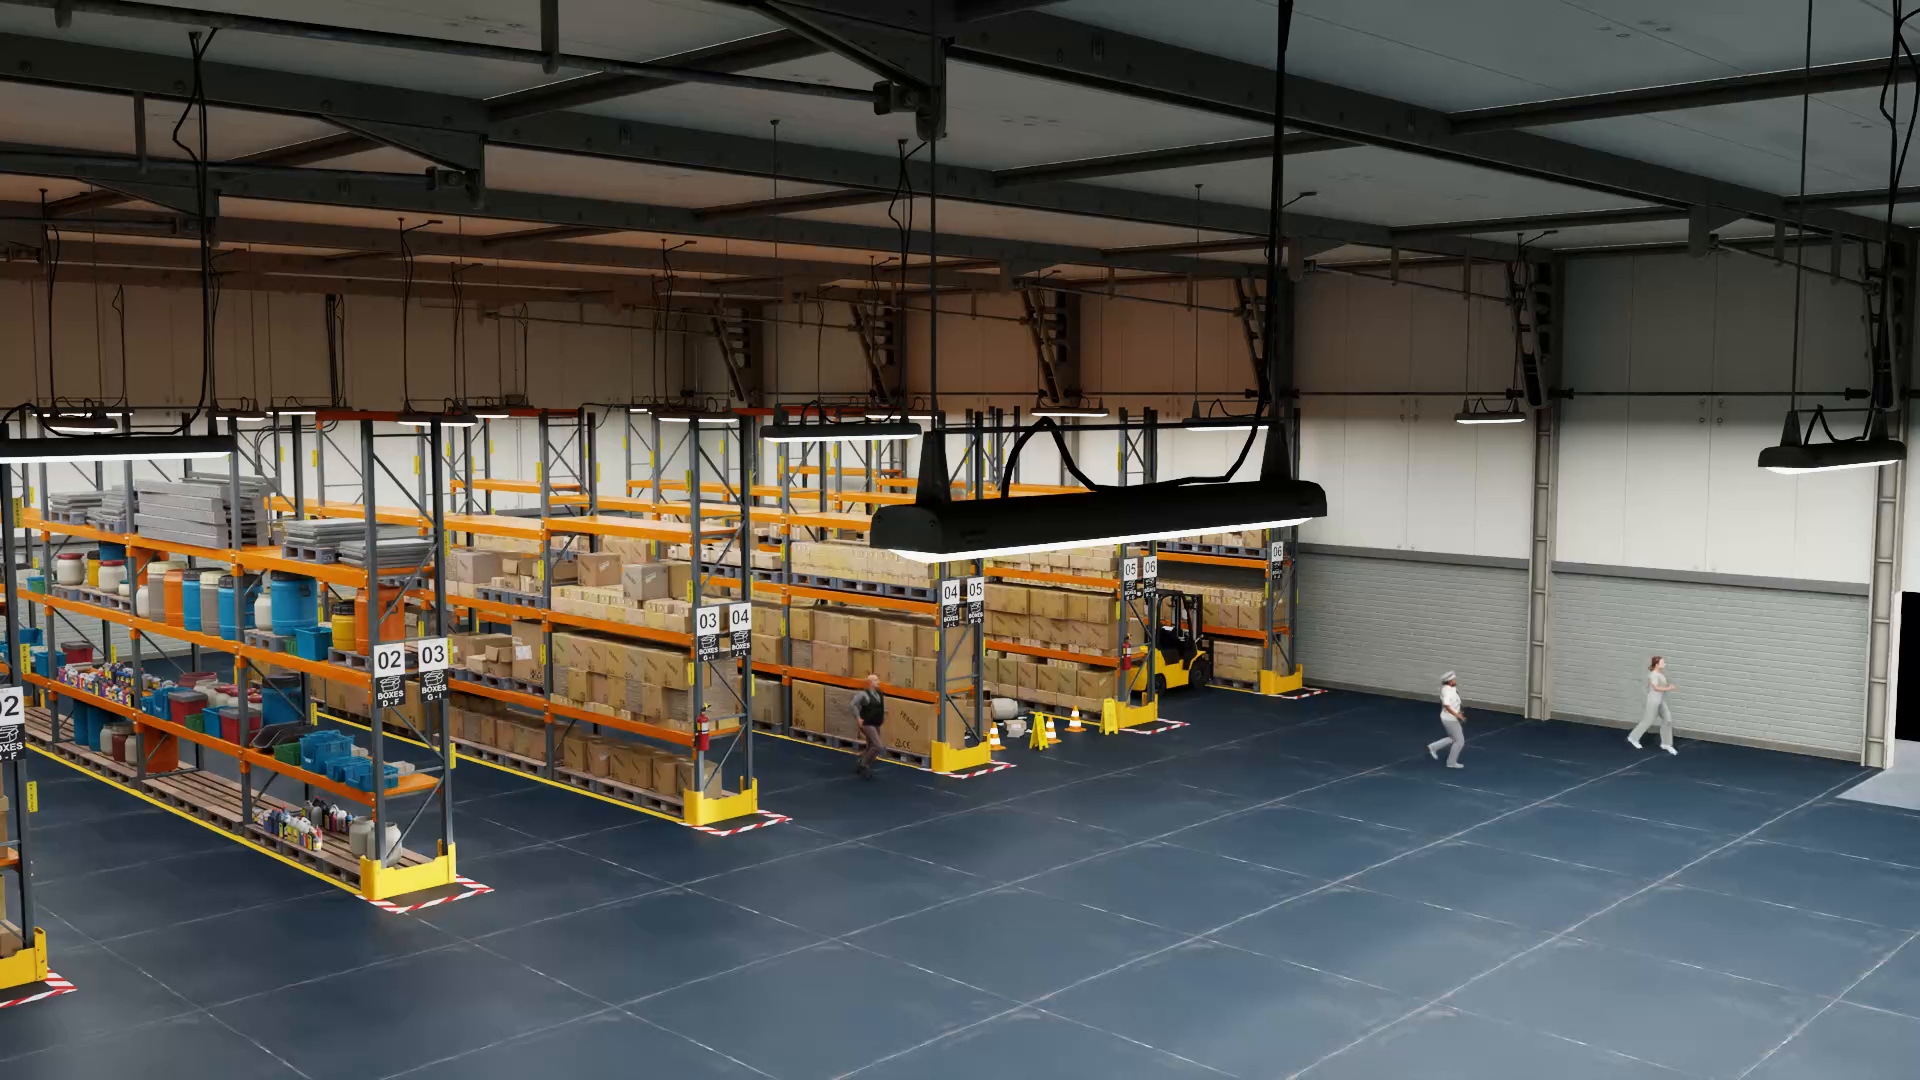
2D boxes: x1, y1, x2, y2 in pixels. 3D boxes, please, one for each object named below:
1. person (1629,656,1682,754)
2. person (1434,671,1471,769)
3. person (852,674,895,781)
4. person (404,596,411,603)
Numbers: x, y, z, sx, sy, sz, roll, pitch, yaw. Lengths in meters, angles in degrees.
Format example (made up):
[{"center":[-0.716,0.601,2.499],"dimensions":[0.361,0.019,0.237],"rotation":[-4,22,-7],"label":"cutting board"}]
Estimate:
[{"center":[12.270,2.885,29.277],"dimensions":[0.892,1.700,0.571],"rotation":[4,6,37],"label":"person"},{"center":[8.320,3.026,28.084],"dimensions":[0.567,1.660,0.623],"rotation":[1,5,8],"label":"person"},{"center":[-1.406,3.070,27.359],"dimensions":[0.714,1.733,0.658],"rotation":[3,6,30],"label":"person"},{"center":[-12.833,2.101,38.317],"dimensions":[0.765,1.694,0.621],"rotation":[-1,5,-15],"label":"person"}]
